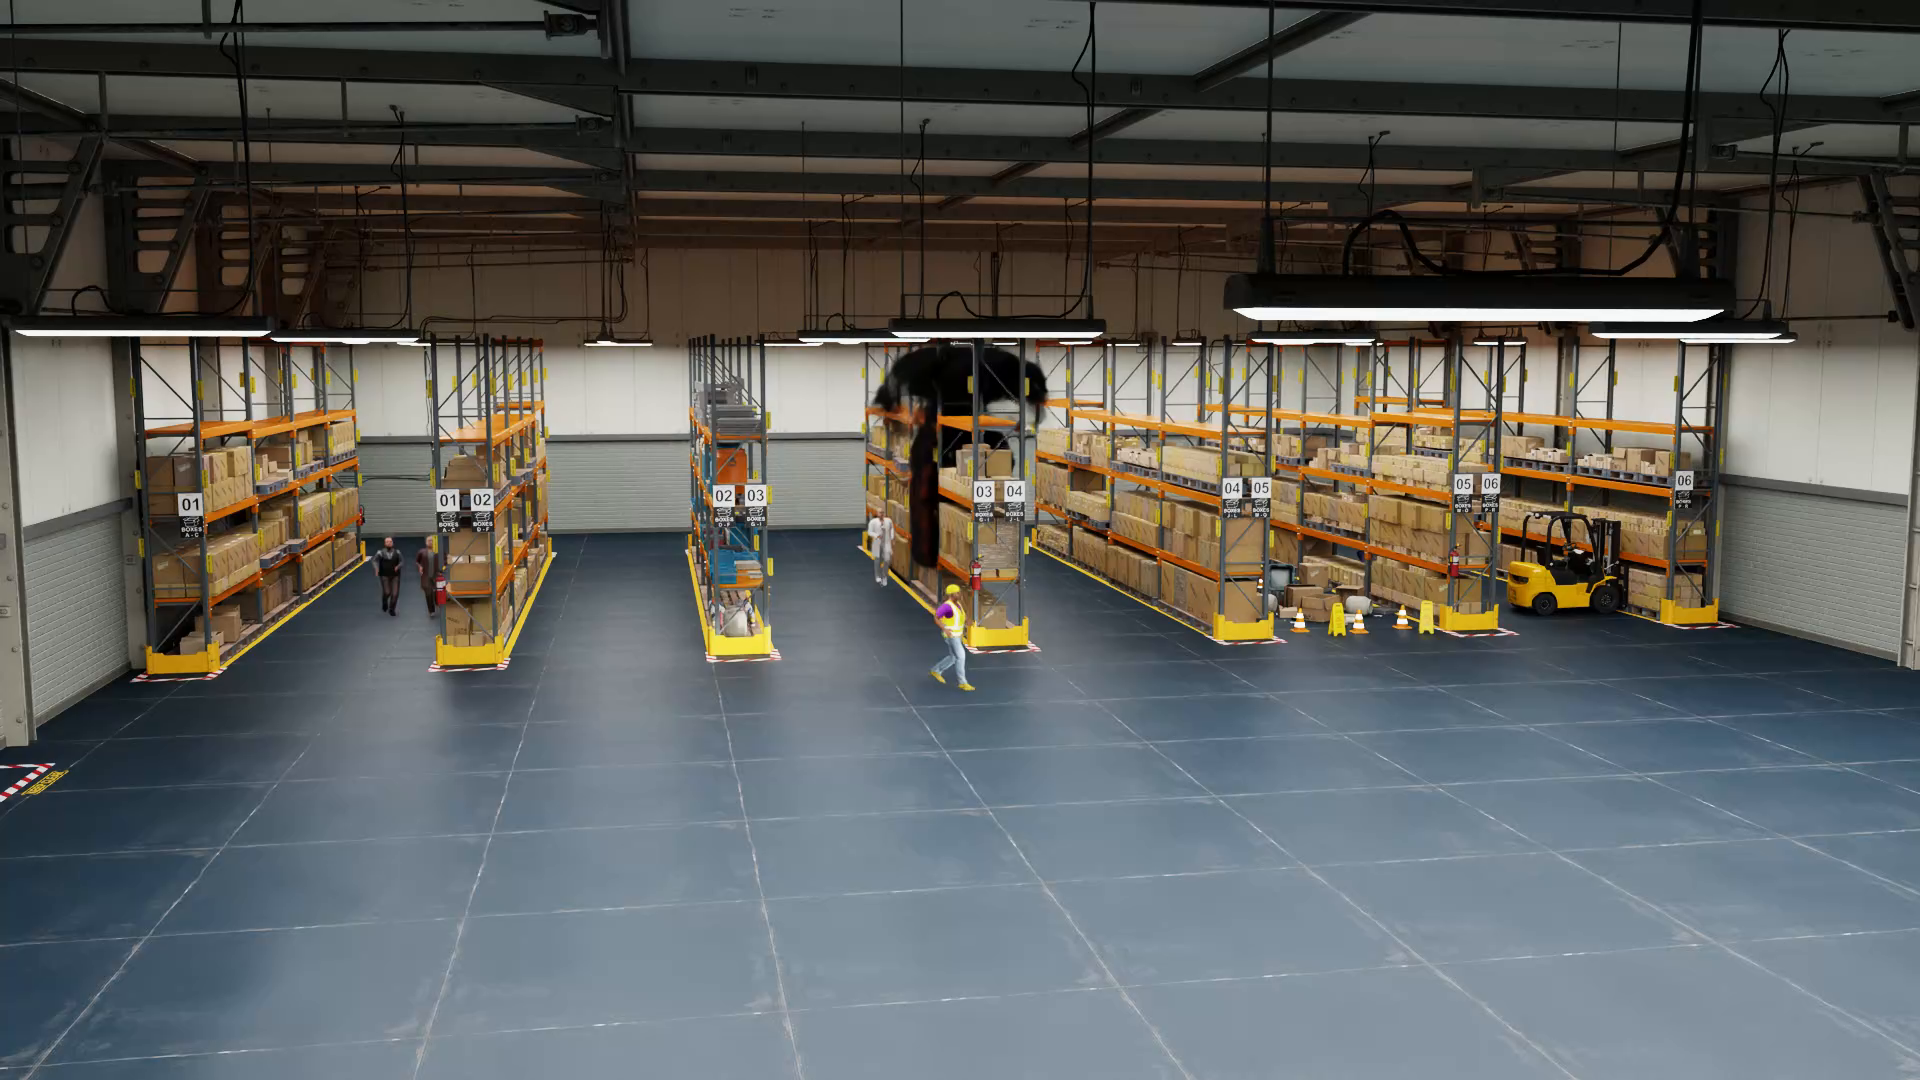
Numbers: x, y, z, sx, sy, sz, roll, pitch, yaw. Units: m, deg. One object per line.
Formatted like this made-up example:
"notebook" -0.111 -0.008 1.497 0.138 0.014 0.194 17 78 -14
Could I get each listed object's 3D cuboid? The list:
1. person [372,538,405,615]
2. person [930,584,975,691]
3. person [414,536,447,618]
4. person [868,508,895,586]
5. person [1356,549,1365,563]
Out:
"person" -12.259 0.796 35.757 0.649 1.682 0.564 -3 7 -27
"person" -0.133 1.629 28.088 0.853 1.774 0.698 2 7 19
"person" -11.308 0.788 35.580 0.705 1.727 0.661 -2 7 -17
"person" -1.810 0.162 38.554 0.672 1.829 0.827 -2 7 -14
"person" 10.321 0.020 42.637 0.588 1.698 0.807 -2 7 -13
